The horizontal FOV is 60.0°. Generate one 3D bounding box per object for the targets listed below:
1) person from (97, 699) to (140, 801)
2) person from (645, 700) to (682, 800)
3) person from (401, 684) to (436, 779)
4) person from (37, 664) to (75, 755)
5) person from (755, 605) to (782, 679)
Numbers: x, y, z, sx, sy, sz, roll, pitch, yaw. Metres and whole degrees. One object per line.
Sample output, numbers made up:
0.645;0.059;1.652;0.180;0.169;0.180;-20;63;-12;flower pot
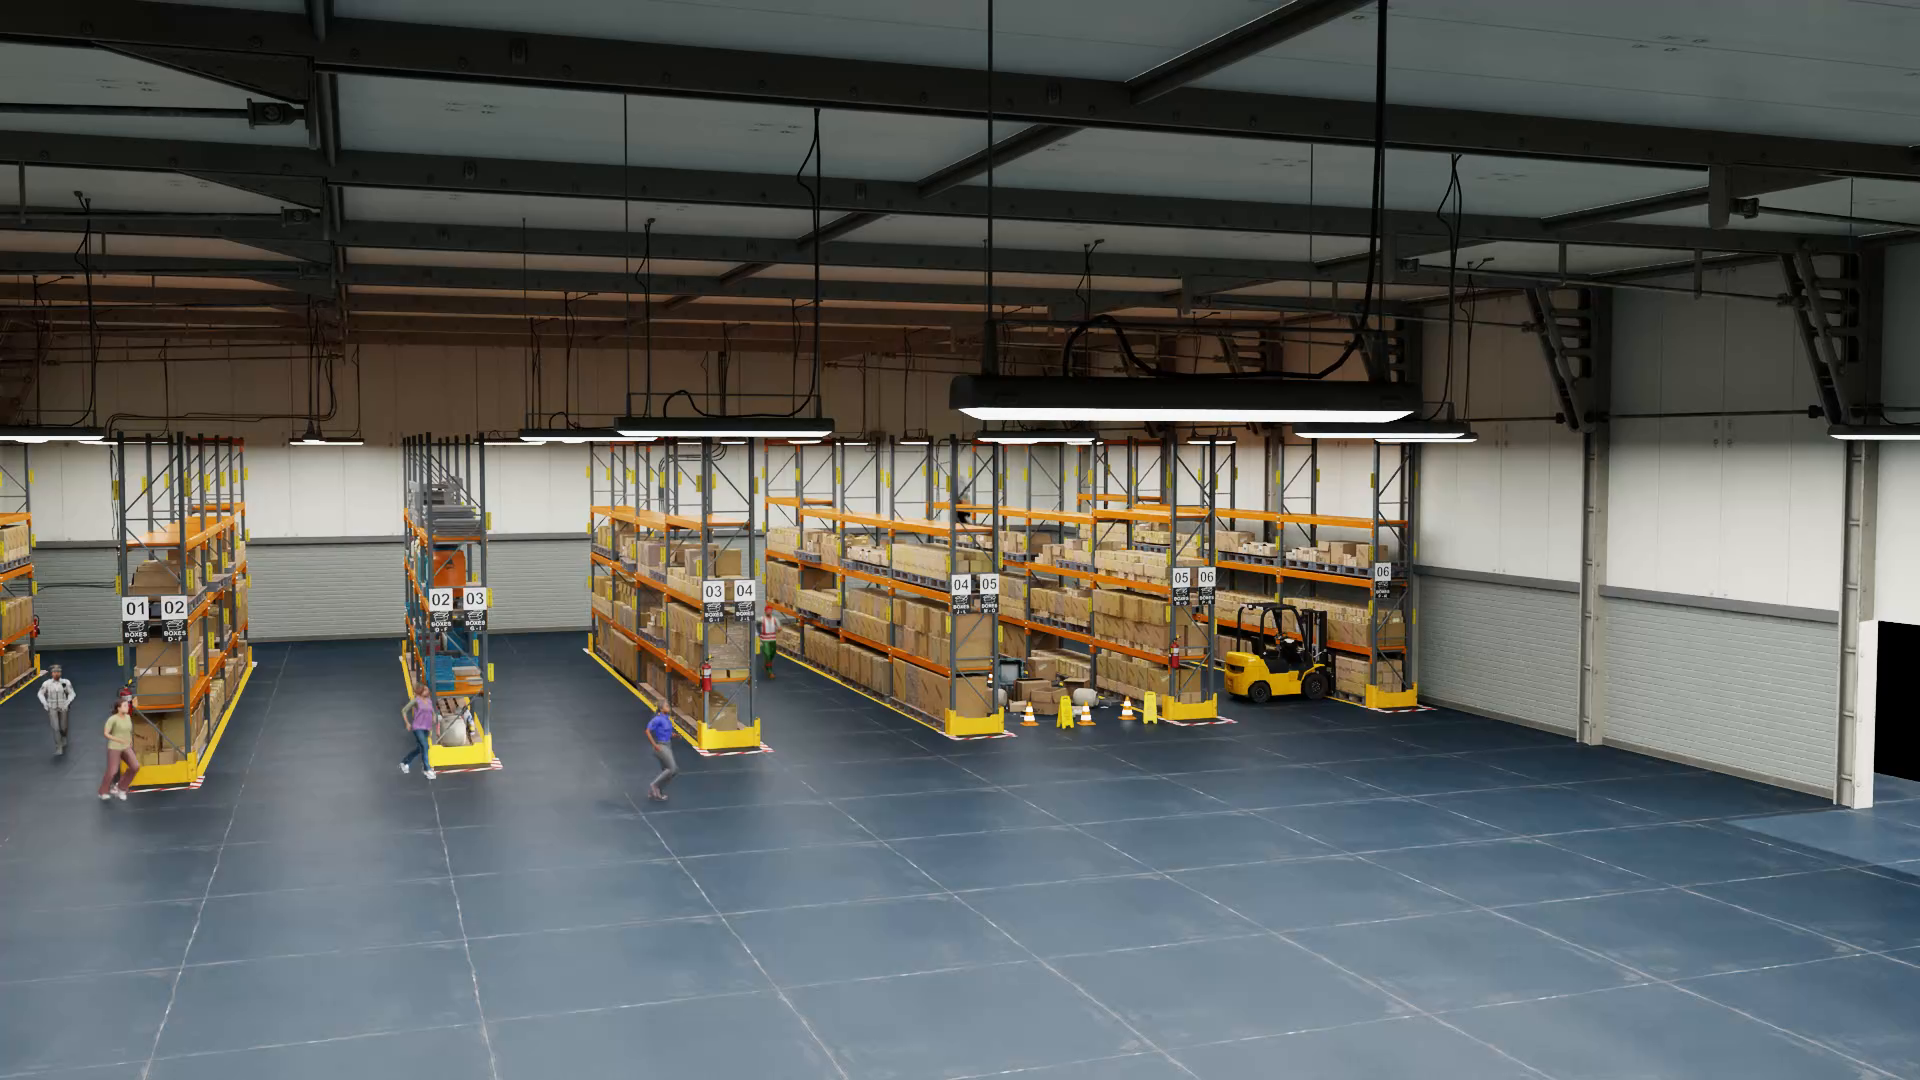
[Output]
-13.632;3.405;27.025;0.650;1.662;0.630;1;3;23;person
-4.782;3.408;26.954;0.534;1.611;0.628;1;3;11;person
-9.355;3.315;28.965;0.819;1.582;0.560;2;4;27;person
-16.963;3.161;31.228;0.627;1.680;0.656;-2;4;-30;person
-4.753;2.507;41.331;0.662;1.773;1.002;-2;4;-27;person
